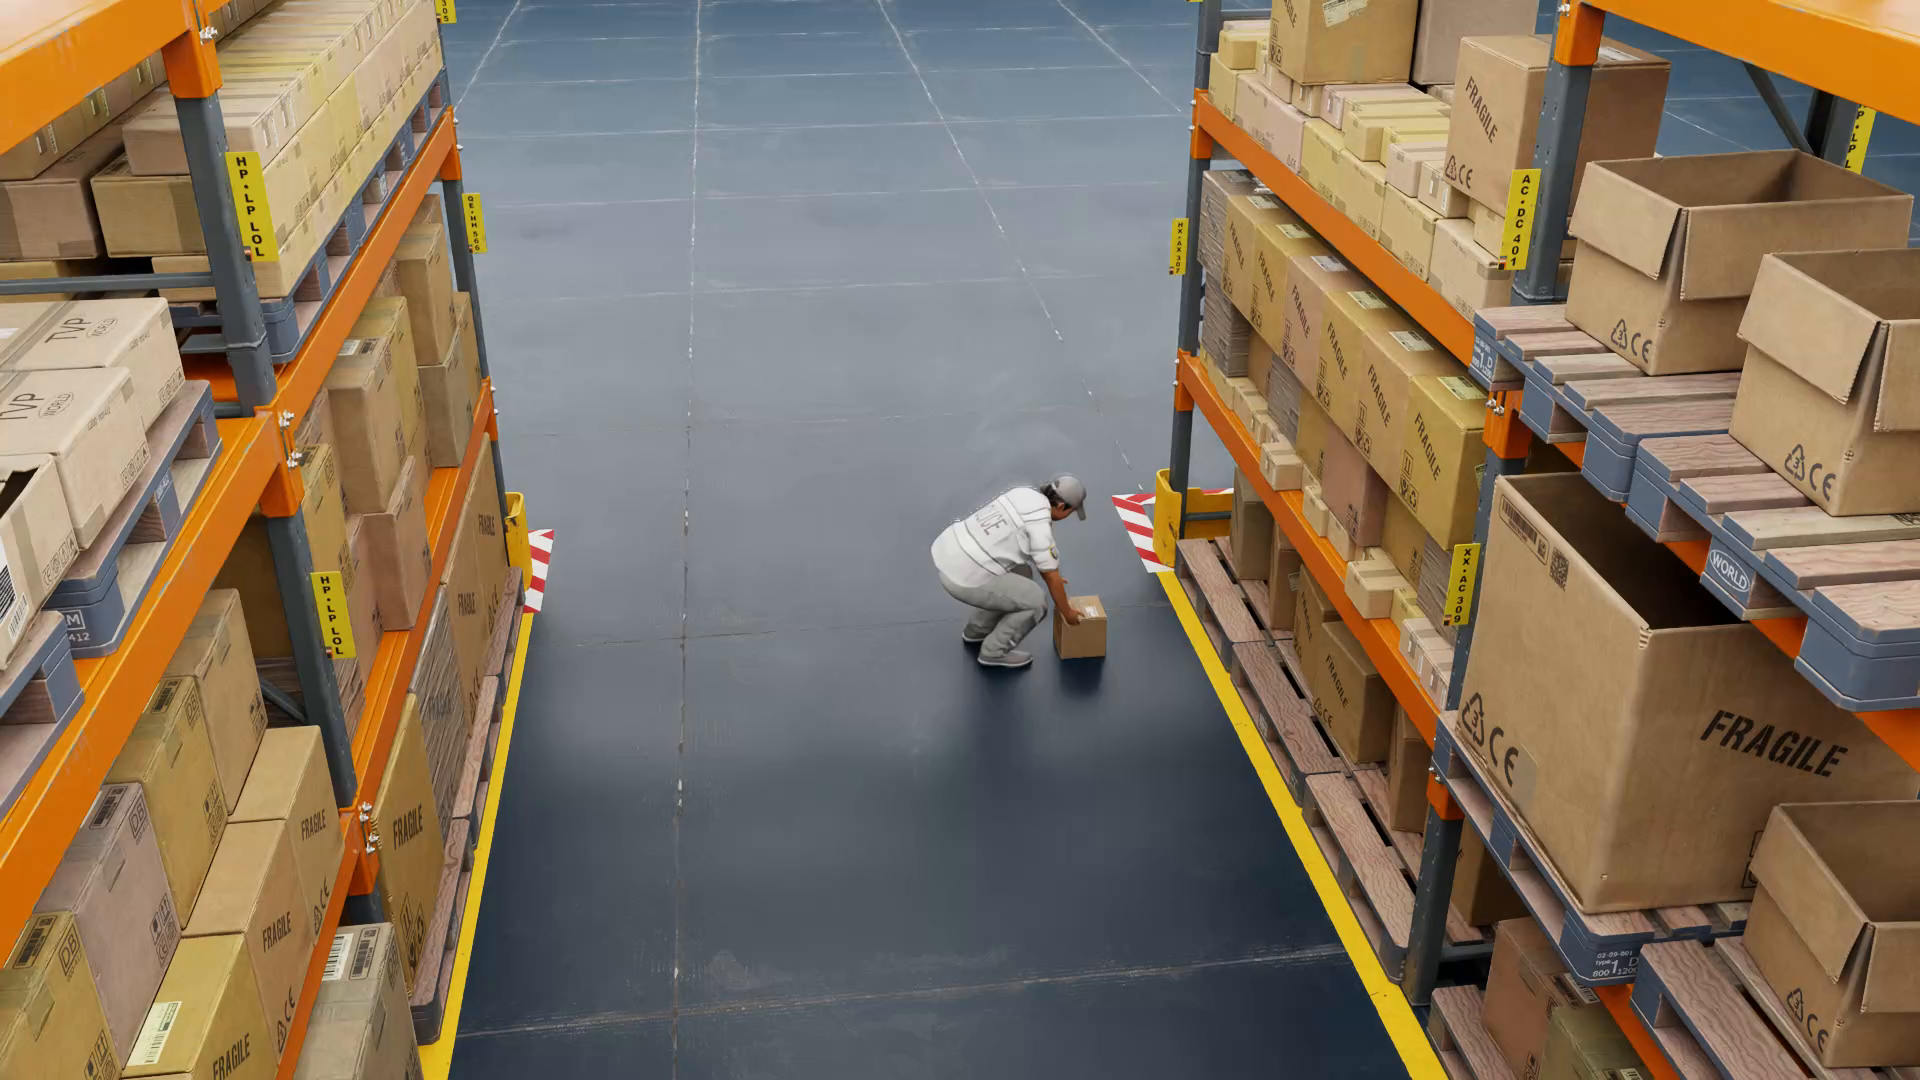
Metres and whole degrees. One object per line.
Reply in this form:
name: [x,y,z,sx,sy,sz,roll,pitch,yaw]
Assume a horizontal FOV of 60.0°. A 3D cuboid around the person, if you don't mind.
person: [0.269,0.153,9.033,0.844,1.016,0.522,-4,28,-7]
